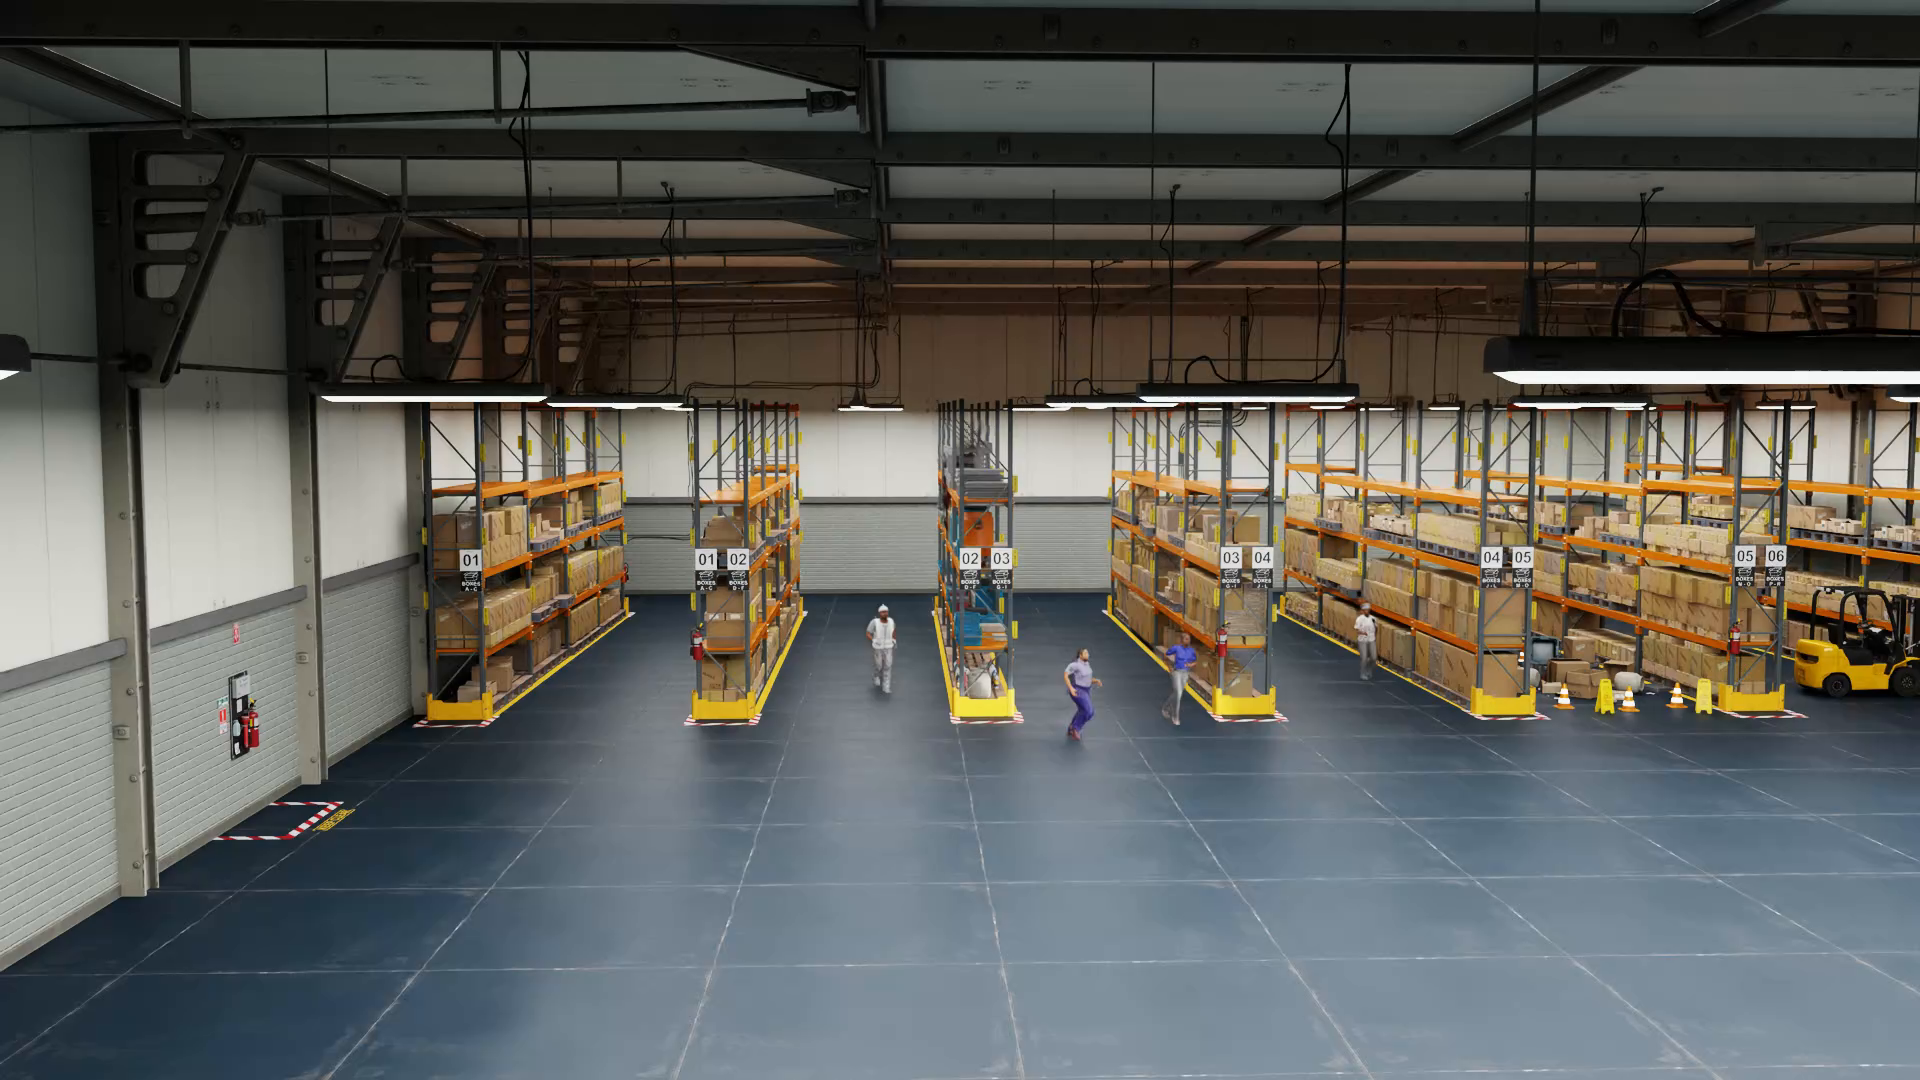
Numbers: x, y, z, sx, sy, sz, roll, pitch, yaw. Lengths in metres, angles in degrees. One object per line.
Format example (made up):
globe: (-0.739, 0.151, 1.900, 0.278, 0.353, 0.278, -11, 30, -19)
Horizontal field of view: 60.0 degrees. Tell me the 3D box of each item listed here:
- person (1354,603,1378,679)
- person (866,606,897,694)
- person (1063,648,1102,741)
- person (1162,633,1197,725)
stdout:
person: (8.749, 2.176, 35.646, 0.563, 1.663, 0.572, 0, 4, -5)
person: (-1.602, 2.236, 34.323, 0.682, 1.777, 0.885, -1, 4, -15)
person: (2.160, 2.705, 29.196, 0.625, 1.619, 0.606, 2, 5, 25)
person: (4.102, 2.574, 30.984, 0.585, 1.704, 0.728, -2, 5, -24)
